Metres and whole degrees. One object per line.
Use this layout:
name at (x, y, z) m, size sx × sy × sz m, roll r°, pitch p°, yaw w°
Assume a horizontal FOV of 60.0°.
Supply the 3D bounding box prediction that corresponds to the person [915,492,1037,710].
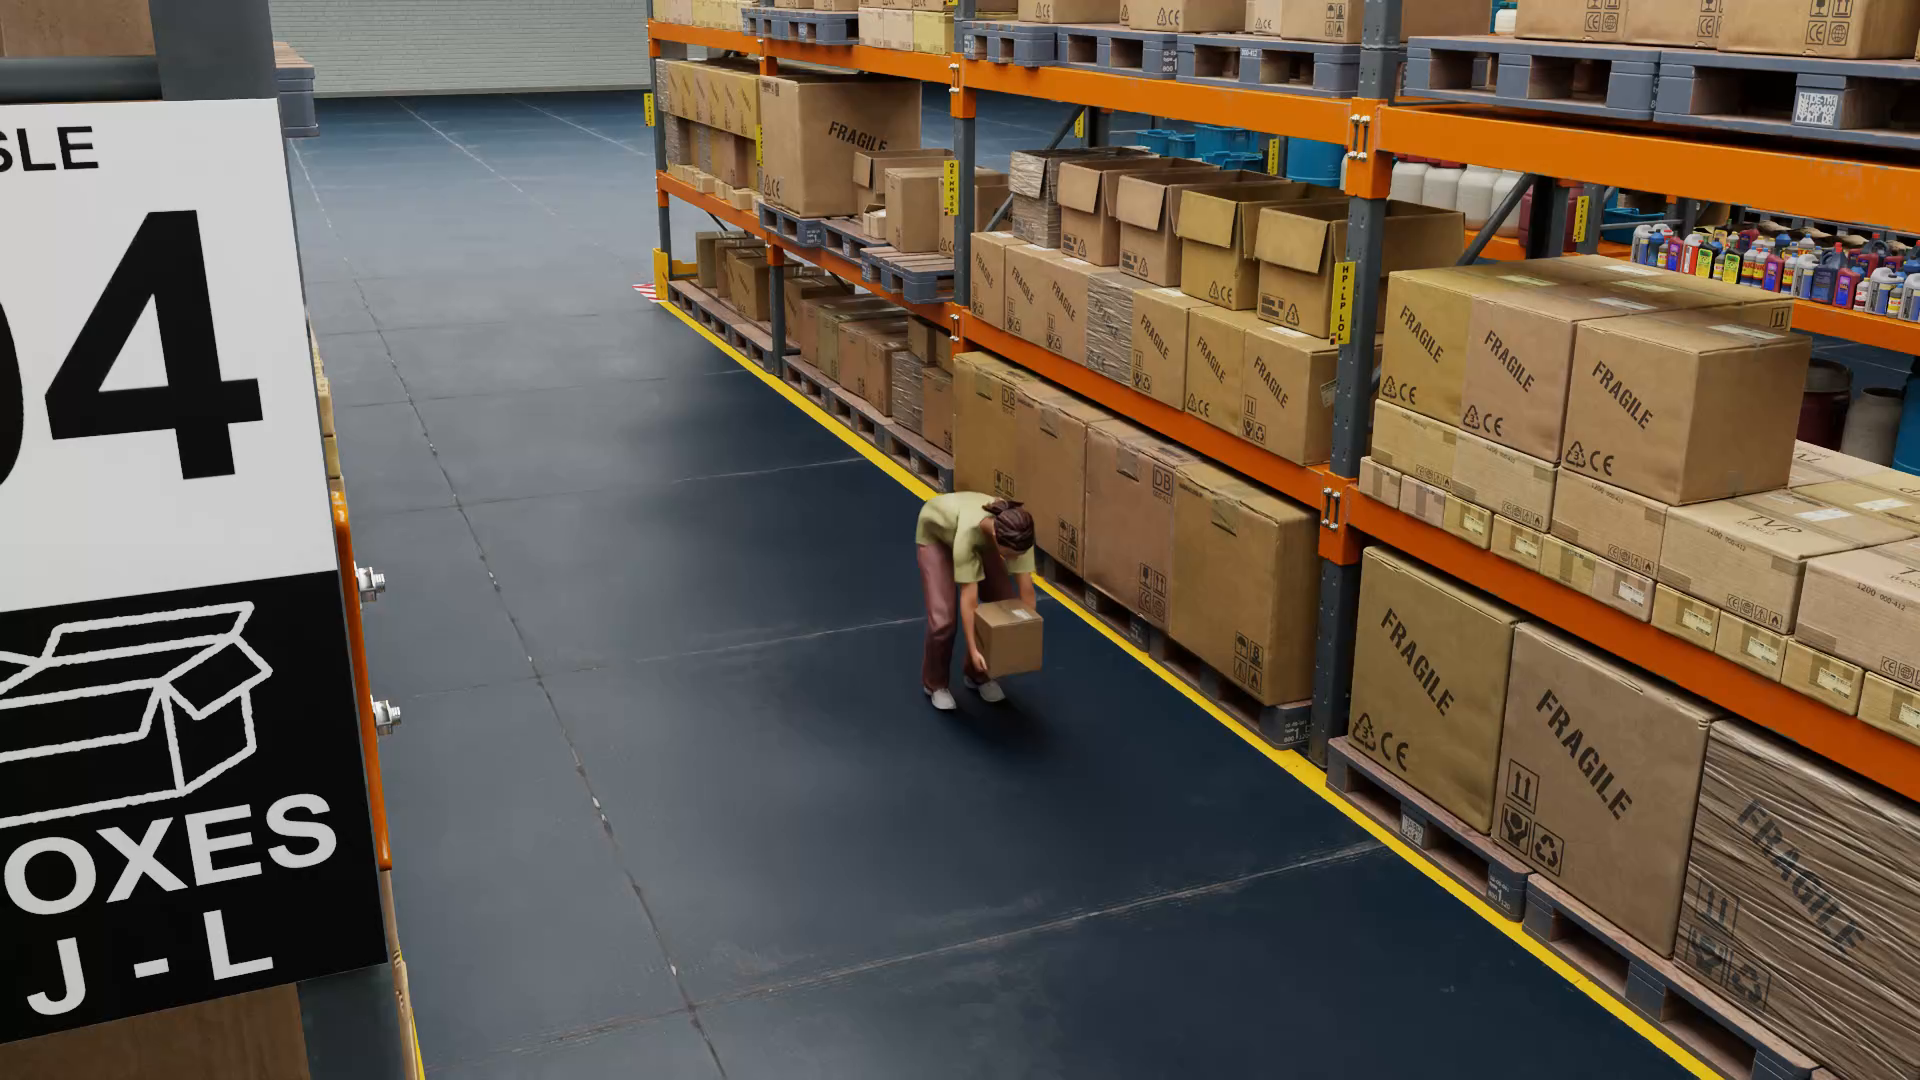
person at (0.093, 0.280, 7.615) m, size 0.451 × 1.114 × 0.860 m, roll -9°, pitch 21°, yaw -24°
